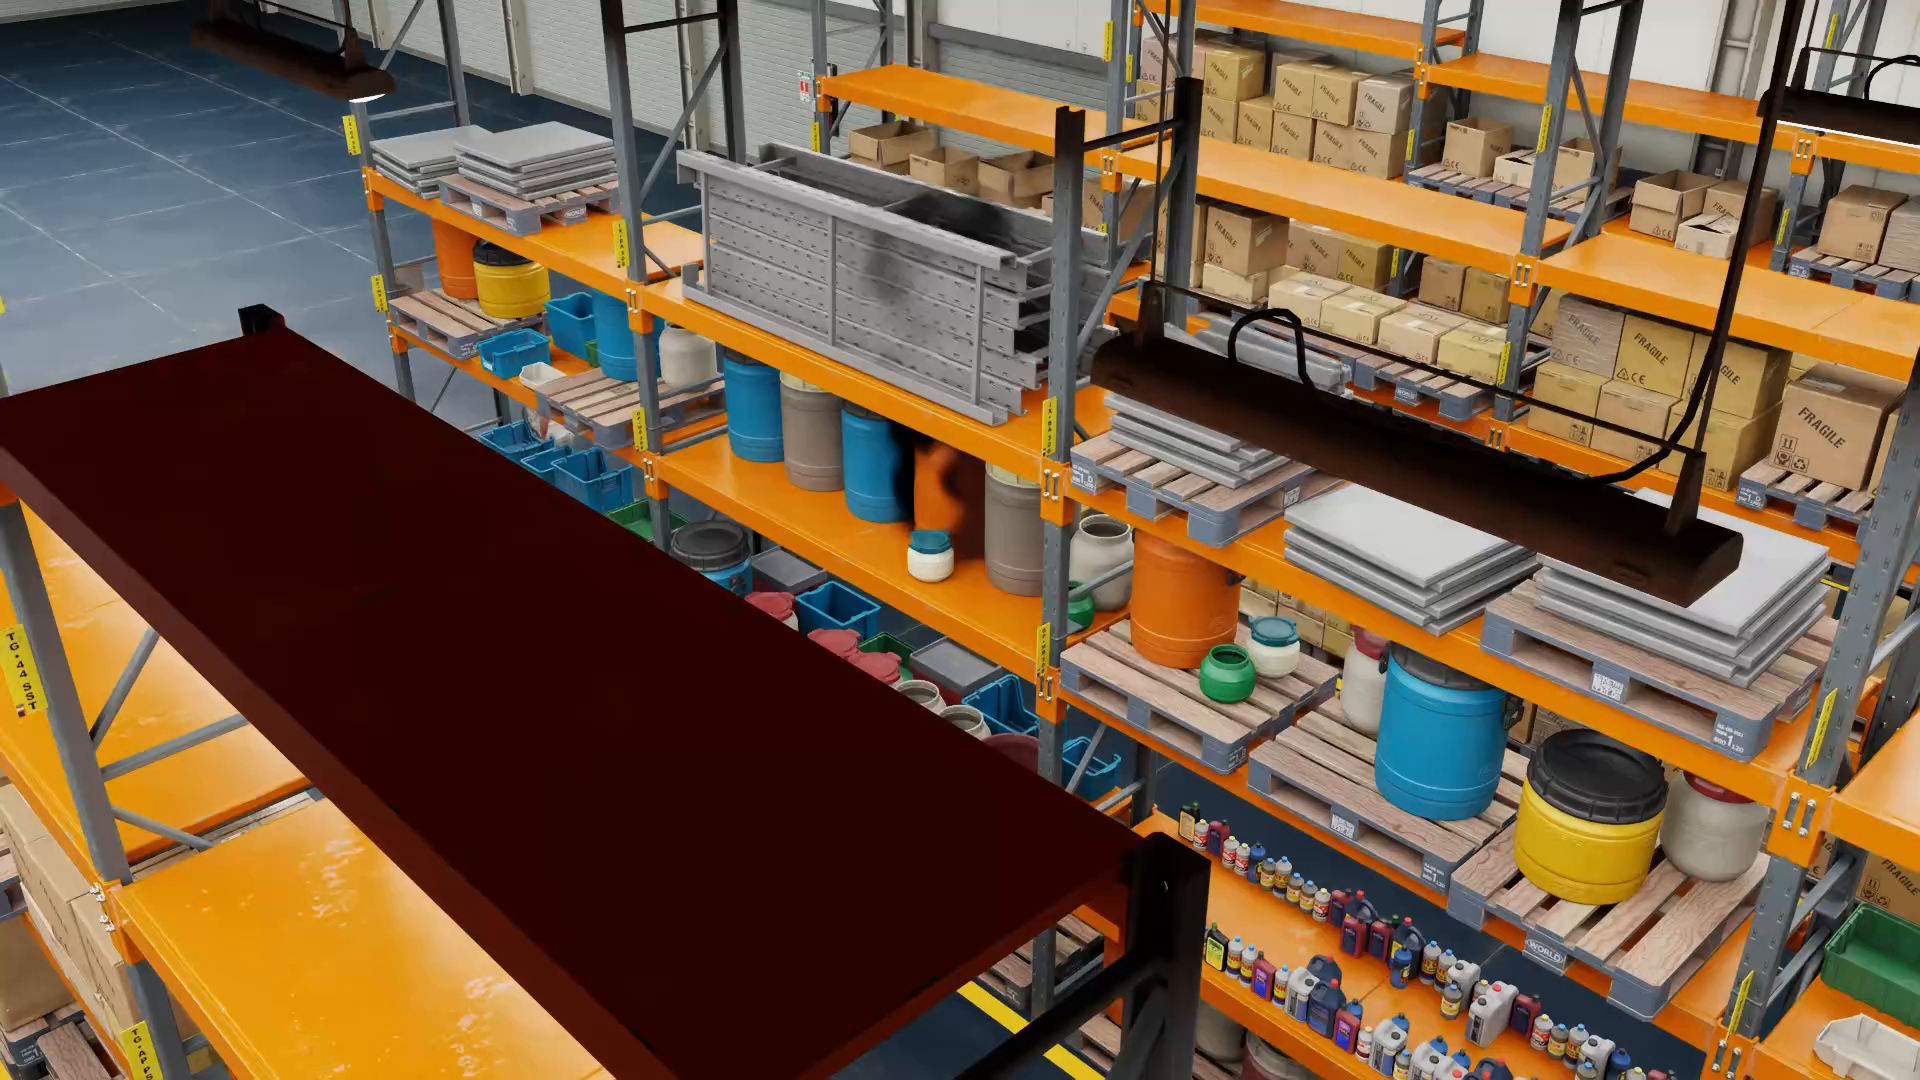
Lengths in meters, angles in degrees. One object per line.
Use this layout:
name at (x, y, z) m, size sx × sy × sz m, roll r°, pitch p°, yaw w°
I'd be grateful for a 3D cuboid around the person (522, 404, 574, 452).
person at (-4.157, -1.075, 17.013) m, size 0.939 × 1.798 × 0.695 m, roll 13°, pitch 31°, yaw 23°
